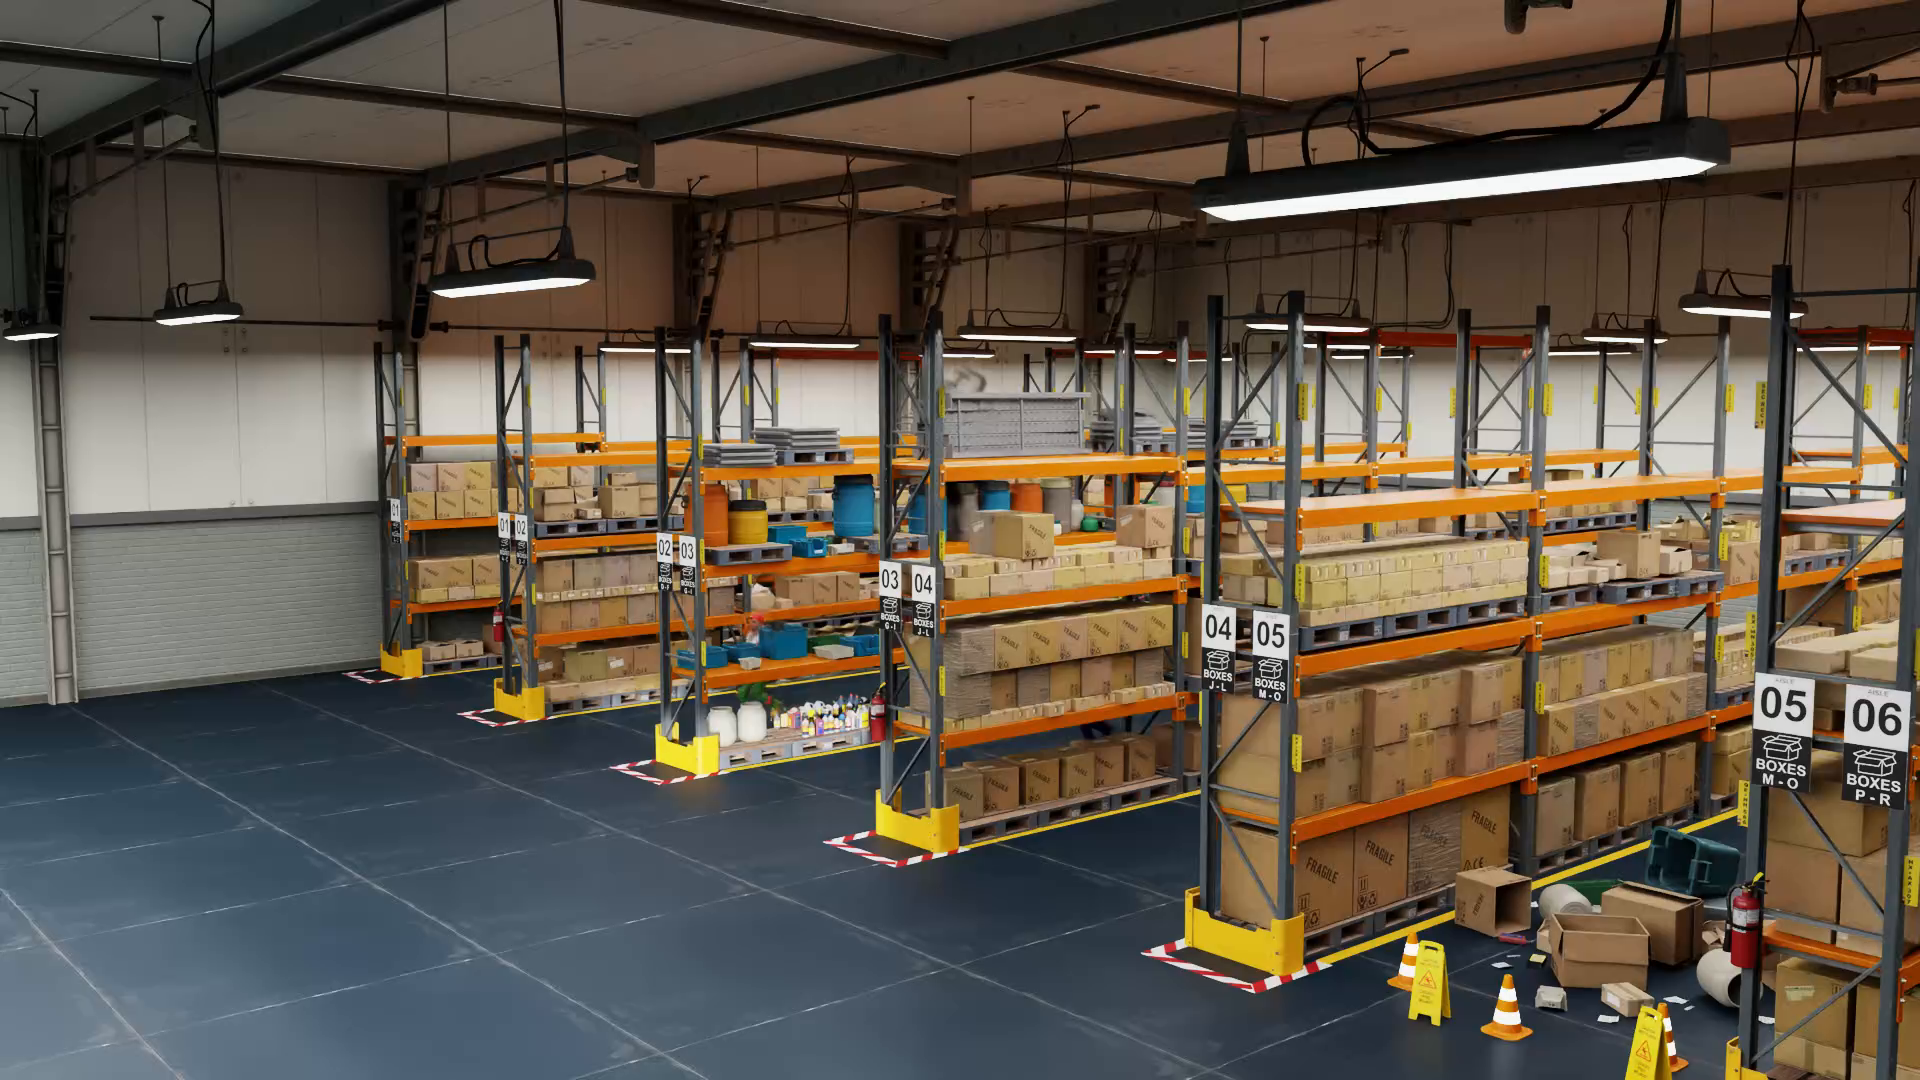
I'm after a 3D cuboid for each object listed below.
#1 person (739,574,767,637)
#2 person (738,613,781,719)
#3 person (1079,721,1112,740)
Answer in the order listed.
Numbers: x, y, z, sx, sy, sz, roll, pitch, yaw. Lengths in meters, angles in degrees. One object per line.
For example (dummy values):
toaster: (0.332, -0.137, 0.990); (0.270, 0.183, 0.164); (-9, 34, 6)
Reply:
person: (-3.850, 1.456, 31.238); (0.633, 1.747, 0.726); (-5, 7, -42)
person: (-3.119, 1.983, 25.361); (0.663, 1.747, 0.731); (4, 7, 40)
person: (1.883, 2.206, 23.812); (0.551, 1.607, 0.613); (-5, 7, -44)
